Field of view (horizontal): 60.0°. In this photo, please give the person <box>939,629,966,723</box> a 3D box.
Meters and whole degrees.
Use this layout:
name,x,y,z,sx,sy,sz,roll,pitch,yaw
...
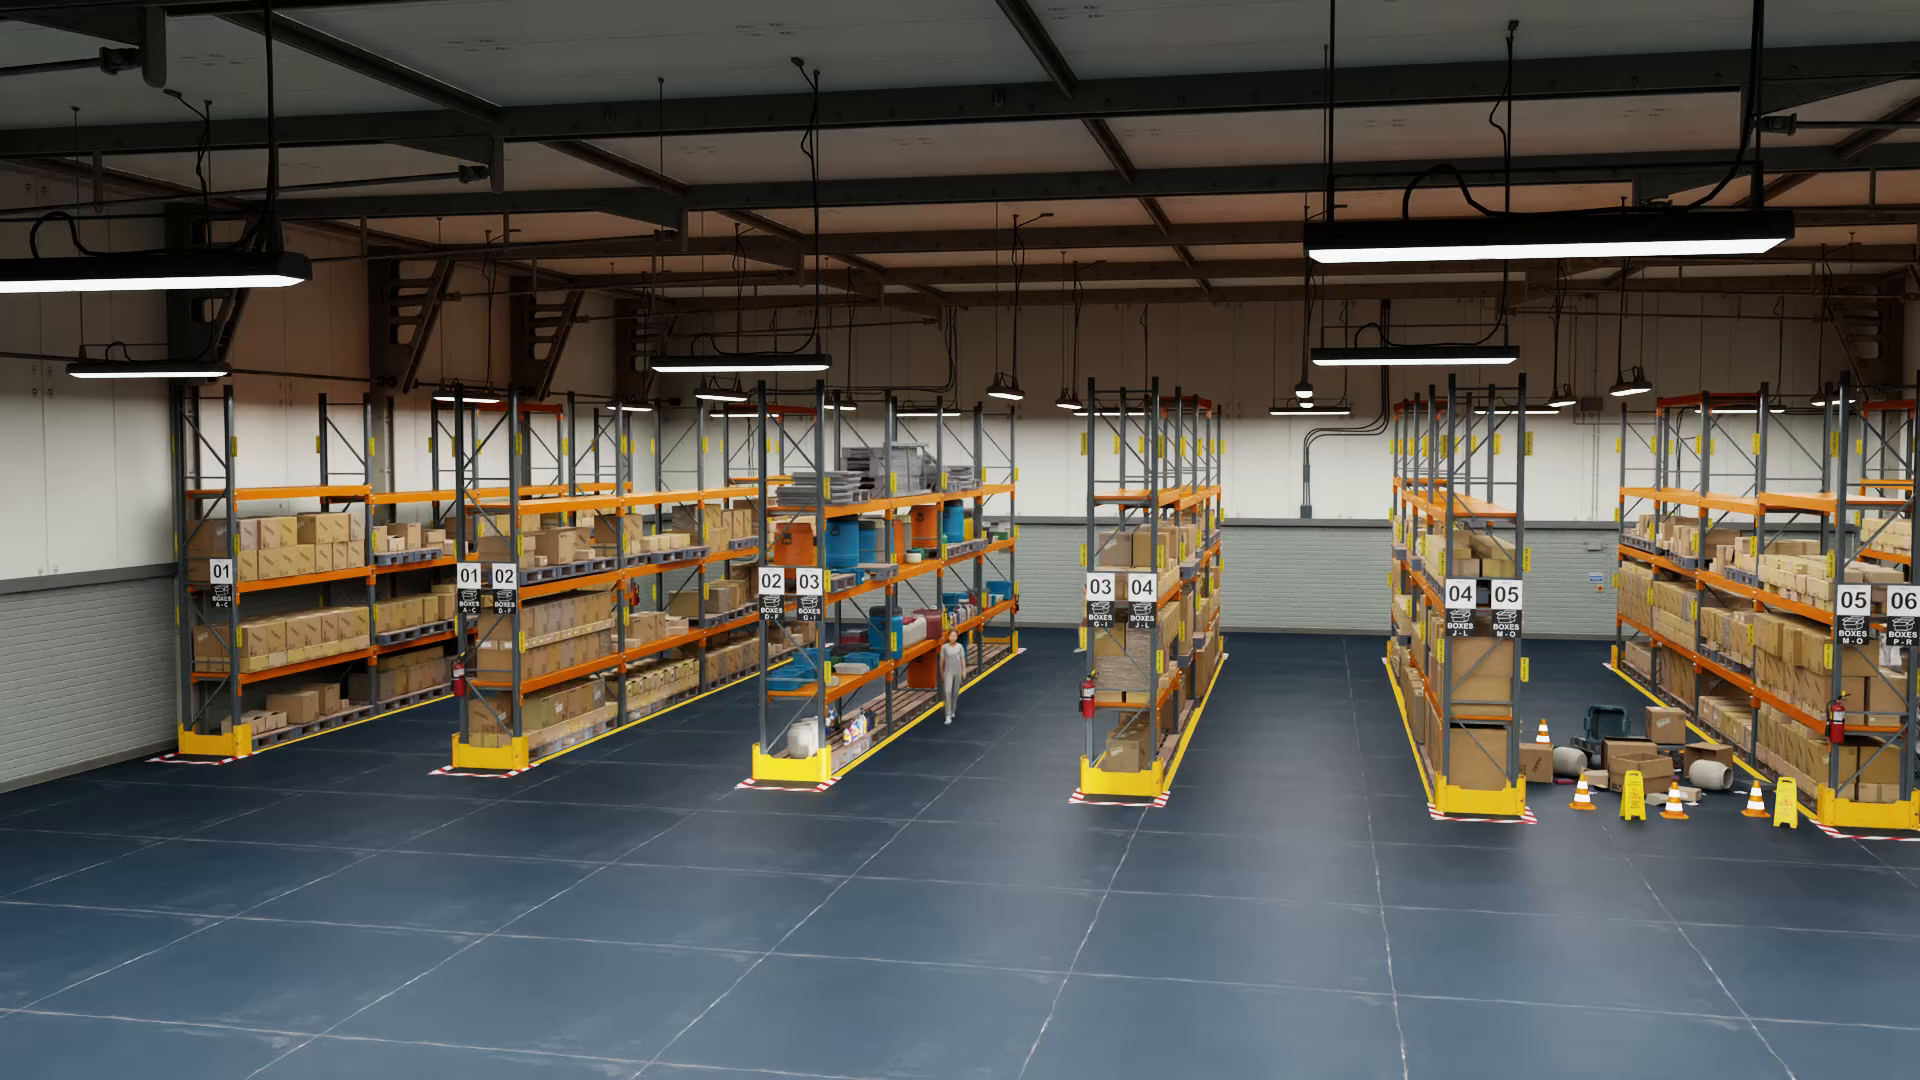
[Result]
name,x,y,z,sx,sy,sz,roll,pitch,yaw
person,-0.121,2.464,30.376,0.483,1.661,0.767,-1,3,-19

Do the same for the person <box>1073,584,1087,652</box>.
name,x,y,z,sx,sy,sz,roll,pitch,yaw
person,3.090,1.906,40.542,0.660,1.680,0.485,1,3,20

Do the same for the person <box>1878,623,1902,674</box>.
name,x,y,z,sx,sy,sz,roll,pitch,yaw
person,17.437,2.396,31.125,0.524,1.810,0.566,-1,3,-9

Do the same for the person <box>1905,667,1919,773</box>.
name,x,y,z,sx,sy,sz,roll,pitch,yaw
person,14.759,2.754,25.358,0.650,1.671,0.788,1,3,13
